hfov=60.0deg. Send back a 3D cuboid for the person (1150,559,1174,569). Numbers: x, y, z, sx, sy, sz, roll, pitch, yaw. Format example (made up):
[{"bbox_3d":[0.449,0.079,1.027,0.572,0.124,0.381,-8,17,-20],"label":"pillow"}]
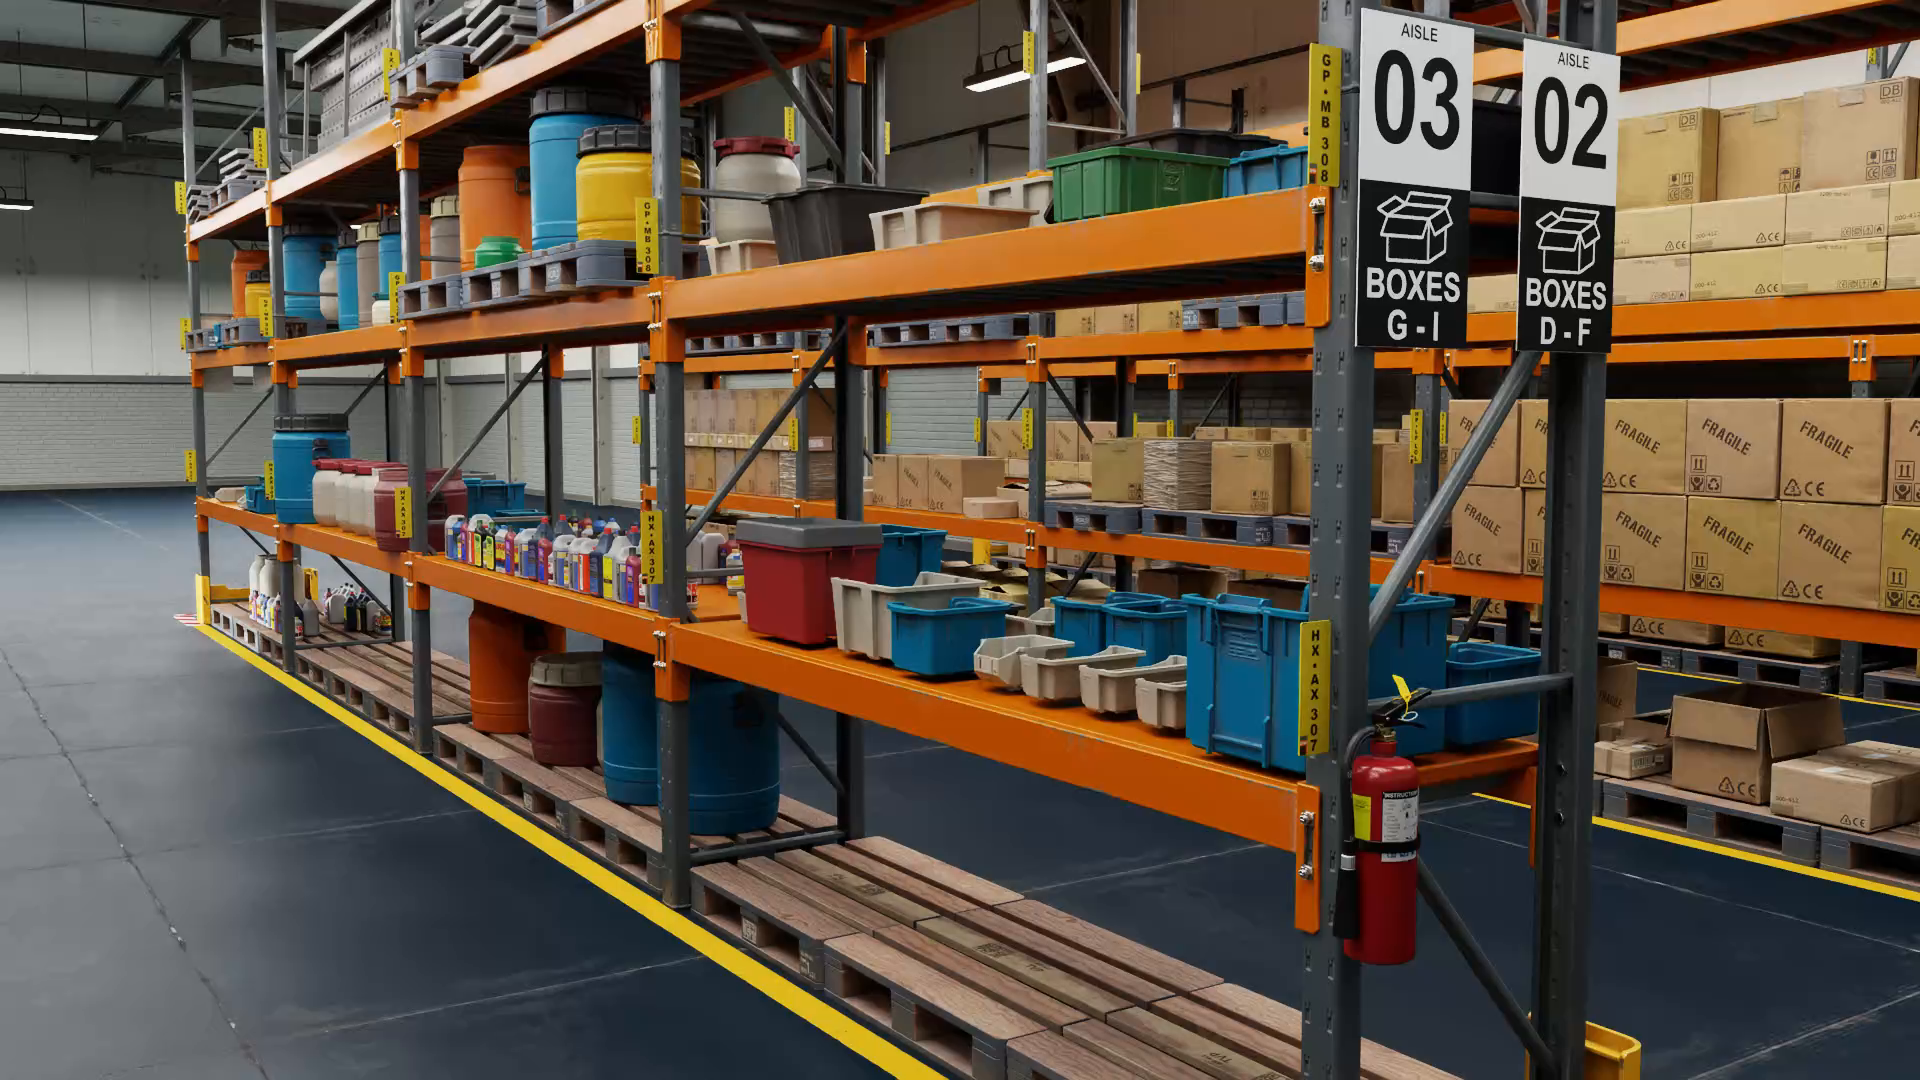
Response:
[{"bbox_3d":[2.266,-0.104,18.512,0.411,1.775,0.565,-3,6,-35],"label":"person"}]
